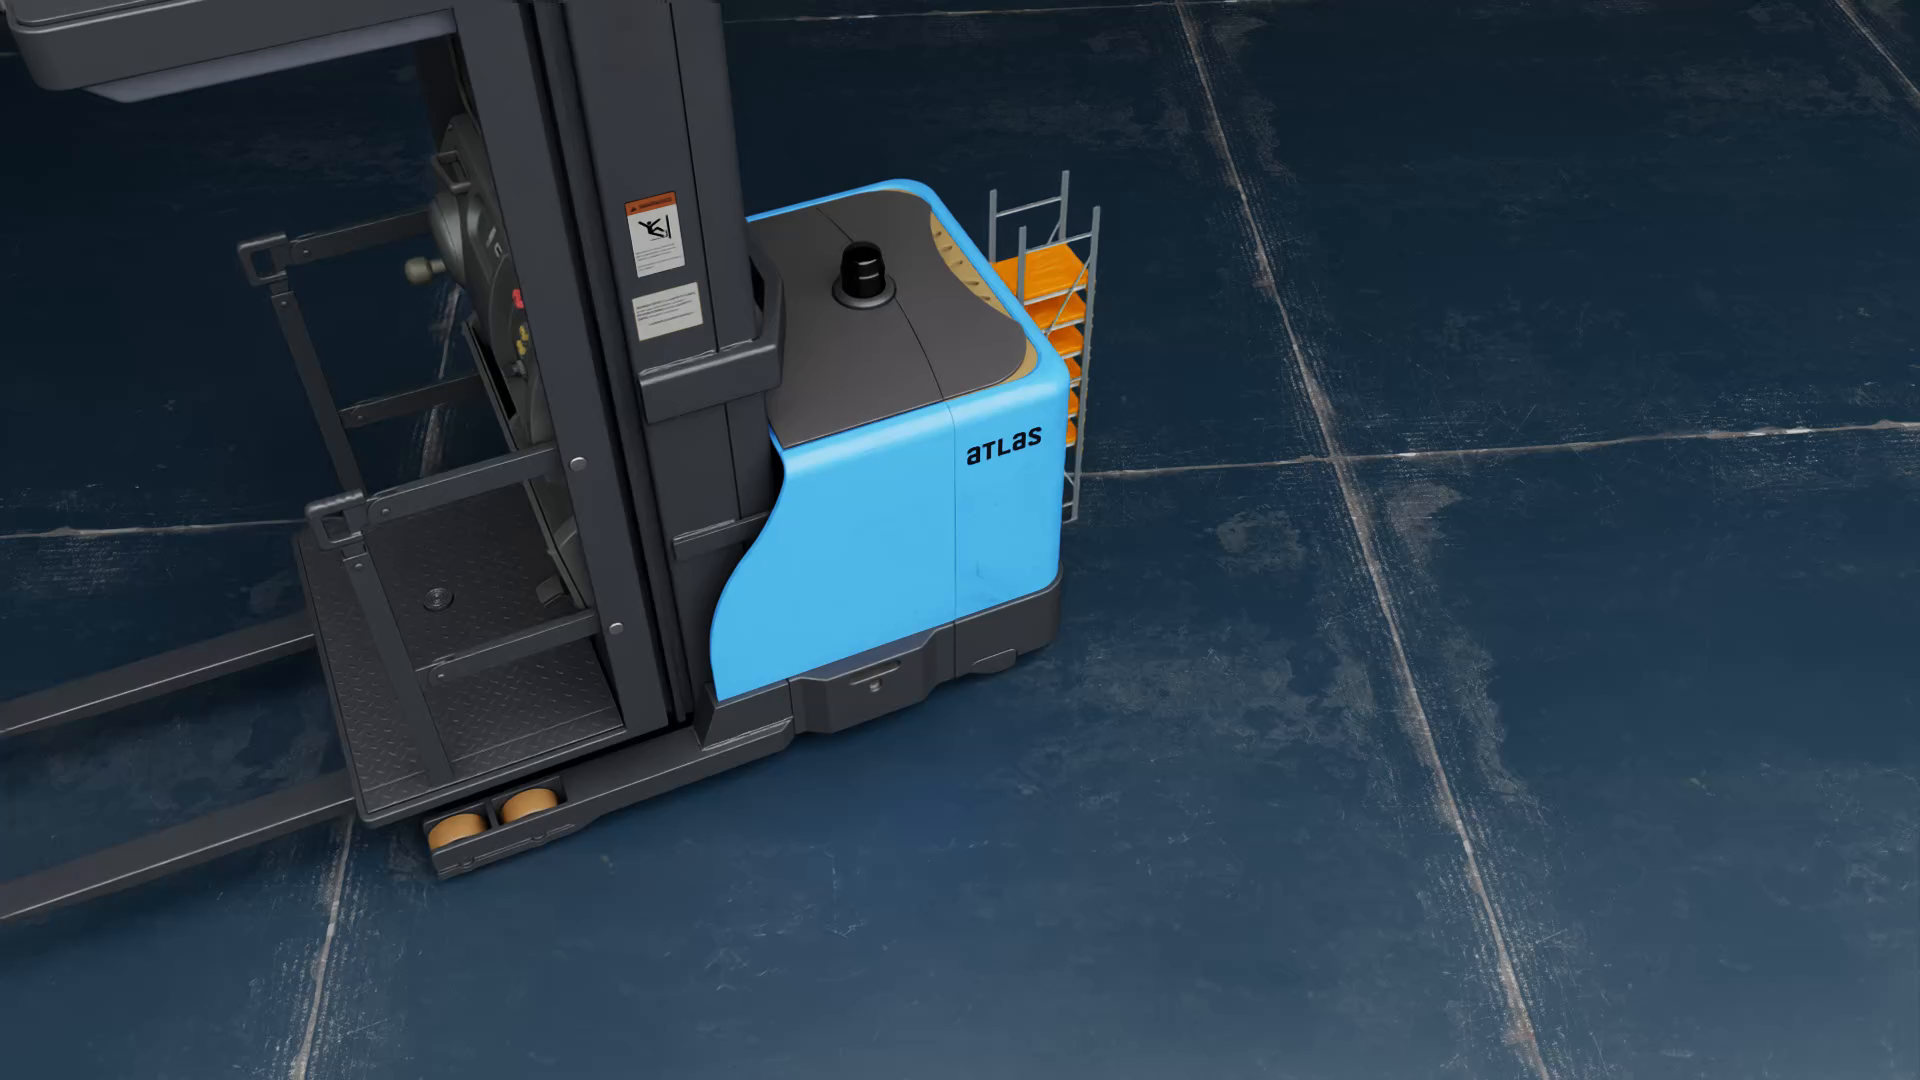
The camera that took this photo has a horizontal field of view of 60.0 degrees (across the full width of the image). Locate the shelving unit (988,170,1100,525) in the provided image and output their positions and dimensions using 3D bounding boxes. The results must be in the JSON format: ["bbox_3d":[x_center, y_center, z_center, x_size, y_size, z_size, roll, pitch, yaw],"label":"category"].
[{"bbox_3d":[0.226,-0.504,4.900,0.258,1.200,0.189,-18,49,-17],"label":"shelving unit"}]

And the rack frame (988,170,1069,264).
[{"bbox_3d":[0.188,-0.564,4.958,0.240,1.200,0.006,-18,49,-17],"label":"rack frame"}]

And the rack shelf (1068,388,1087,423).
[{"bbox_3d":[0.226,-0.390,5.020,0.258,0.103,0.180,-18,49,-17],"label":"rack shelf"}]

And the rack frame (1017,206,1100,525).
[{"bbox_3d":[0.264,-0.443,4.843,0.240,1.200,0.006,-18,49,-17],"label":"rack frame"}]

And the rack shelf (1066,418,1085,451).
[{"bbox_3d":[0.226,-0.308,5.107,0.258,0.103,0.180,-18,49,-17],"label":"rack shelf"}]

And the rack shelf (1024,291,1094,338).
[{"bbox_3d":[0.226,-0.638,4.758,0.258,0.103,0.180,-18,49,-17],"label":"rack shelf"}]

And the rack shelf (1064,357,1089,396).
[{"bbox_3d":[0.226,-0.473,4.933,0.258,0.103,0.180,-18,49,-17],"label":"rack shelf"}]

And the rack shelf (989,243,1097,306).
[{"bbox_3d":[0.227,-0.721,4.671,0.258,0.103,0.180,-18,49,-17],"label":"rack shelf"}]

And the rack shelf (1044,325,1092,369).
[{"bbox_3d":[0.226,-0.556,4.845,0.258,0.103,0.180,-18,49,-17],"label":"rack shelf"}]

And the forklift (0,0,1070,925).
[{"bbox_3d":[-1.267,-0.565,3.767,3.031,2.935,1.130,-18,49,-17],"label":"forklift"}]
